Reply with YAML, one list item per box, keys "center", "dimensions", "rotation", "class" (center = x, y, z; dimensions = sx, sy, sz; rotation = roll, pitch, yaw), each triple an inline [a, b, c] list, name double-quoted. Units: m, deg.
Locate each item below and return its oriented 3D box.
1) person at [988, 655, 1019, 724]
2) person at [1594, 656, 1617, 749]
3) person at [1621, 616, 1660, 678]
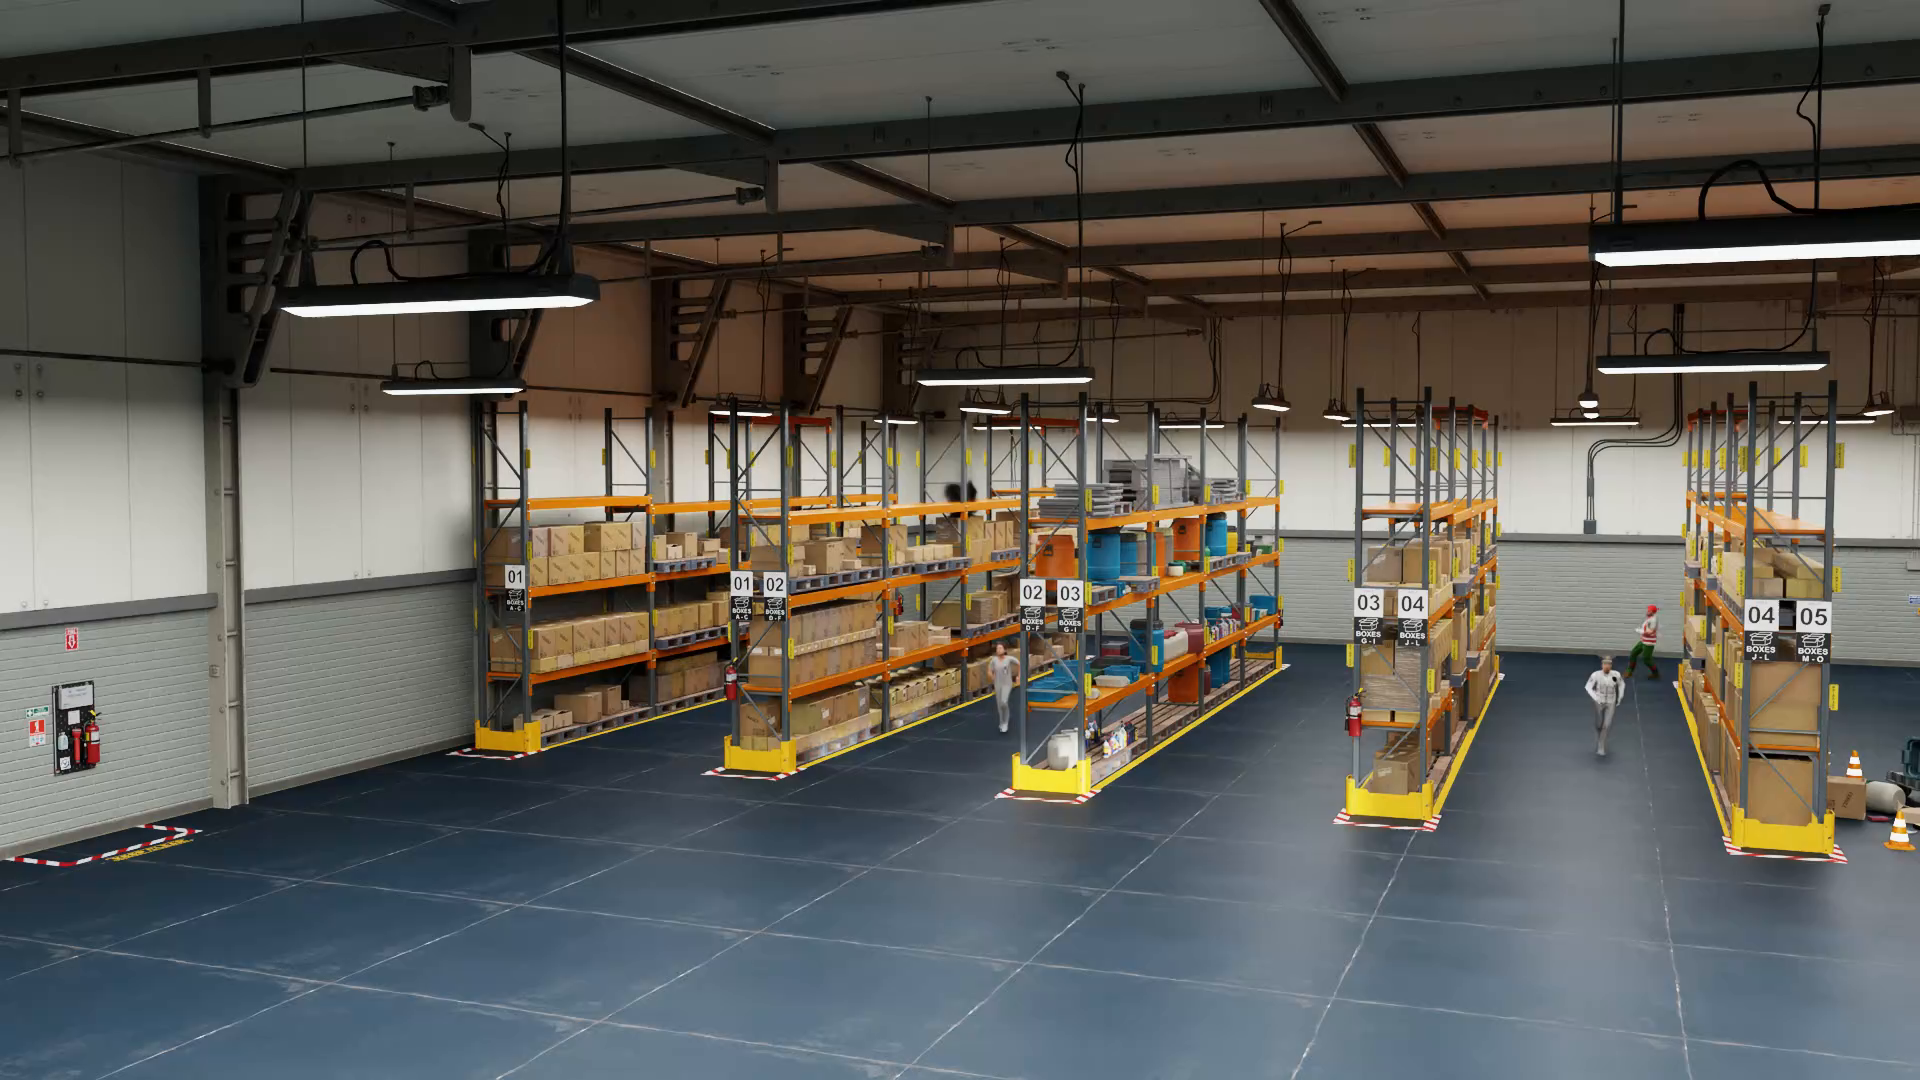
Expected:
- center: [0.799, 2.760, 30.398]
  dimensions: [0.527, 1.309, 0.739]
  rotation: [1, 3, 21]
  class: "person"
- center: [11.045, 2.754, 28.474]
  dimensions: [0.361, 1.604, 0.656]
  rotation: [1, 3, 18]
  class: "person"
- center: [15.506, 2.436, 37.793]
  dimensions: [0.835, 1.468, 0.631]
  rotation: [0, 3, 9]
  class: "person"
